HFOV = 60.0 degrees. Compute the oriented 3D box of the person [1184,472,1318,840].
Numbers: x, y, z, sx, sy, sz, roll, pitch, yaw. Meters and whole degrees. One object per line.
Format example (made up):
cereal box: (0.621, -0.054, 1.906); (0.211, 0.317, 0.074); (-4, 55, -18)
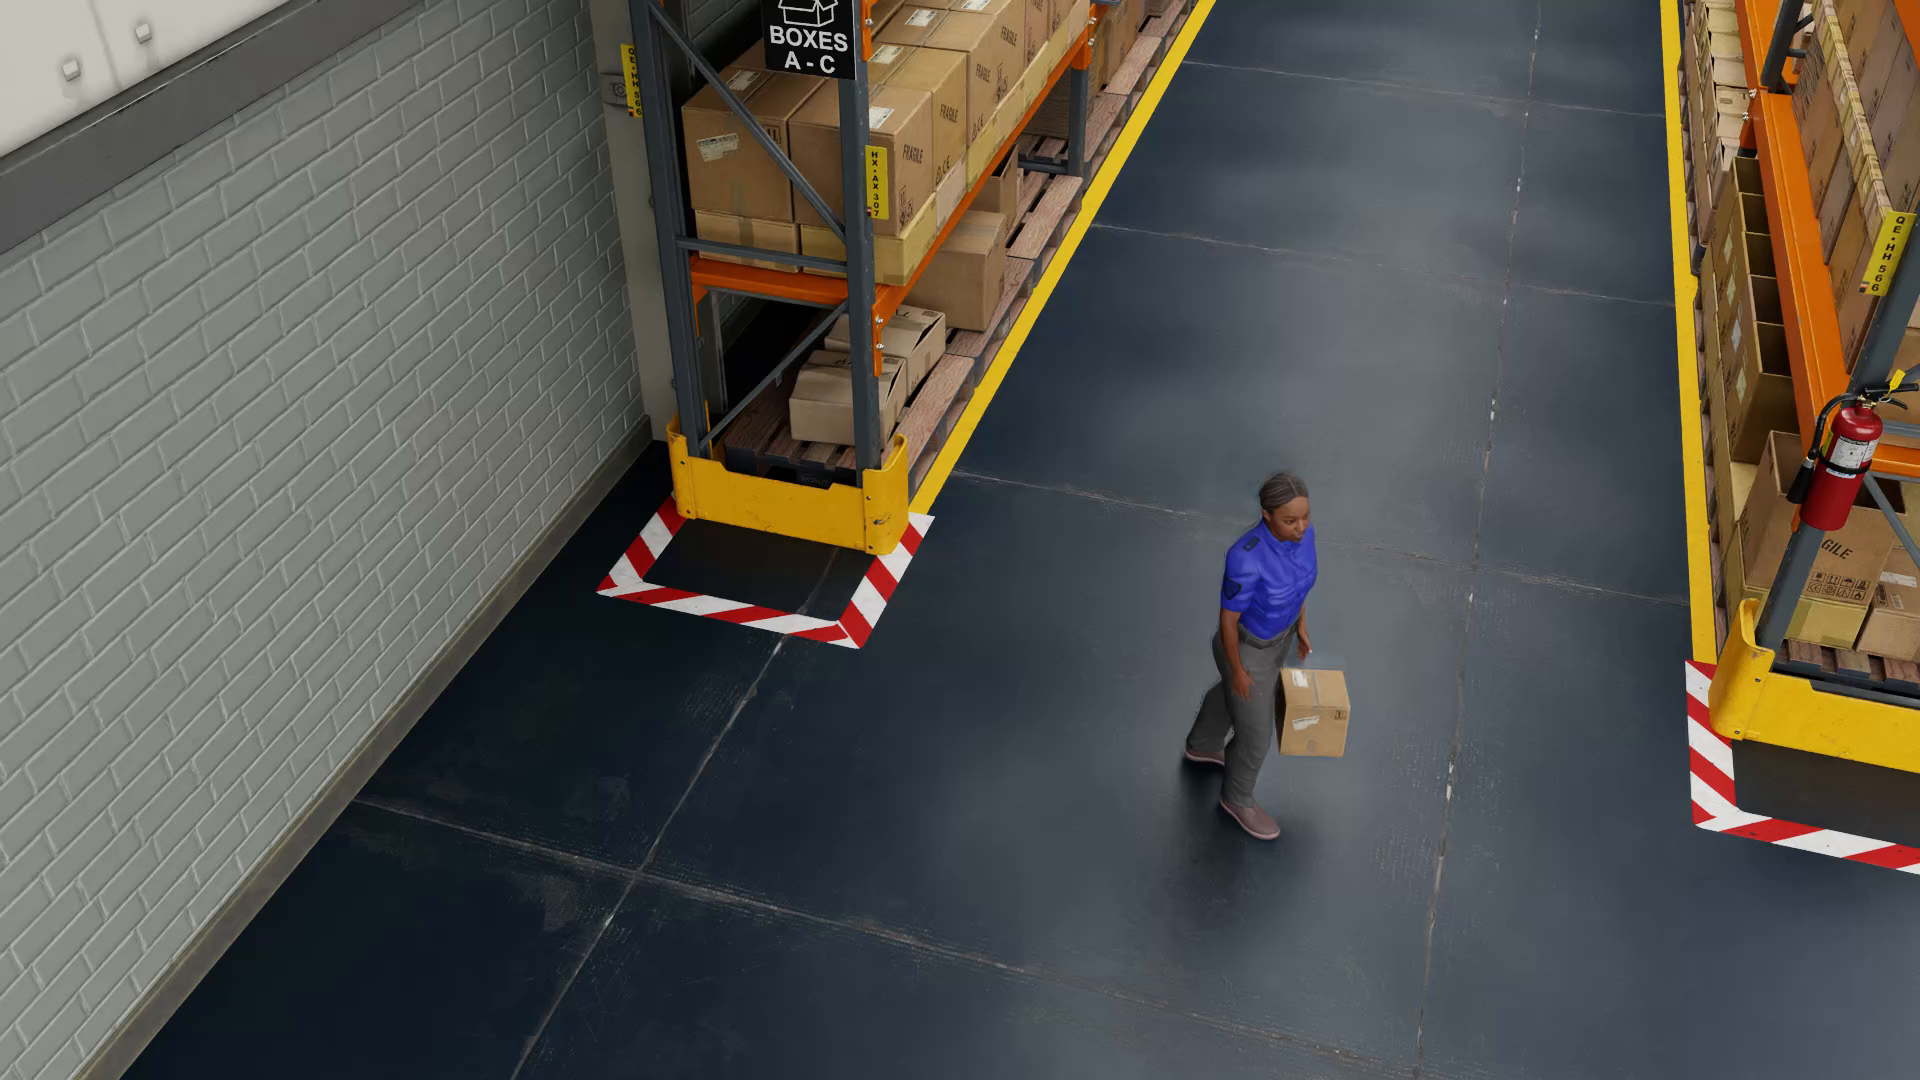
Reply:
person: (1.124, 0.392, 6.381); (0.558, 1.647, 0.474); (28, 45, 31)
